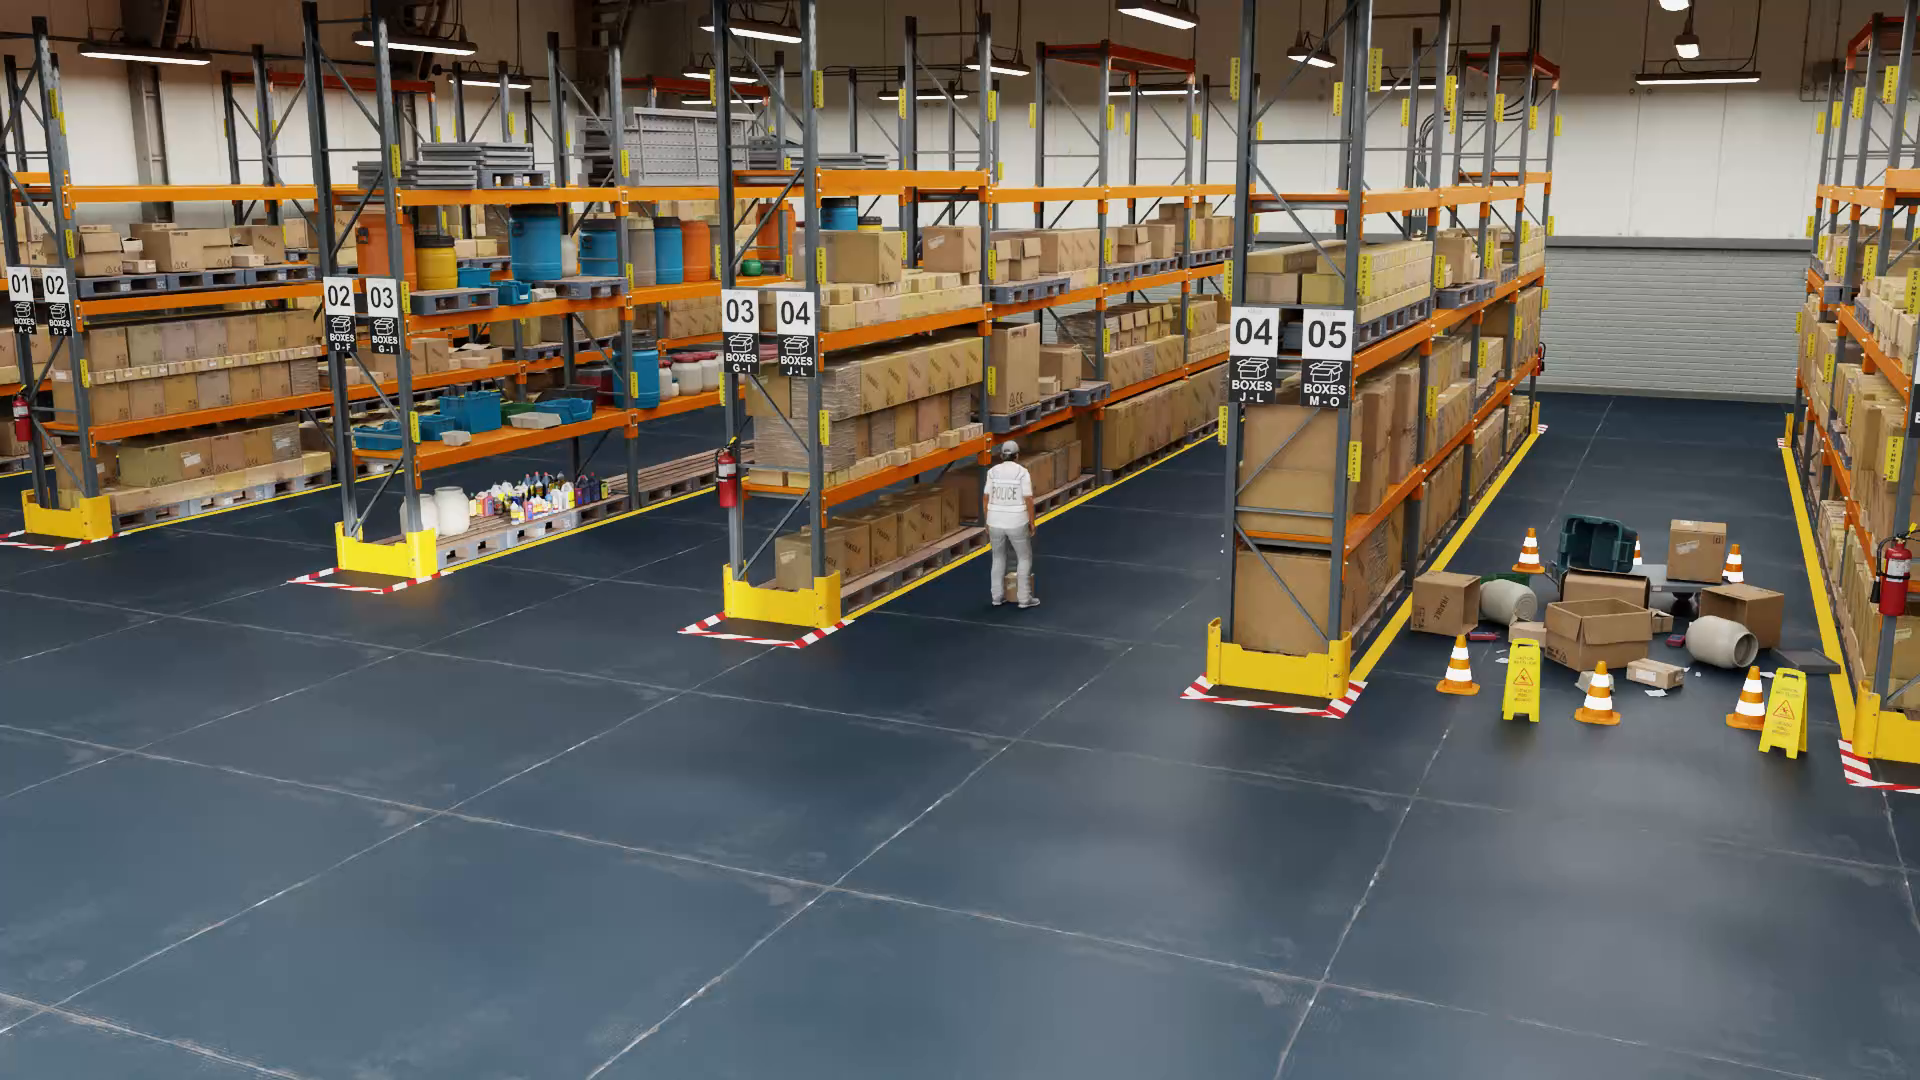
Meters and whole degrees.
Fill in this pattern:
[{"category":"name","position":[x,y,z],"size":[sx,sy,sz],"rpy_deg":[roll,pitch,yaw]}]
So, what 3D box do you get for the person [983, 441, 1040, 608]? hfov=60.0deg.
[{"category":"person","position":[0.515,-0.162,16.690],"size":[0.564,1.666,0.466],"rpy_deg":[5,13,20]}]
